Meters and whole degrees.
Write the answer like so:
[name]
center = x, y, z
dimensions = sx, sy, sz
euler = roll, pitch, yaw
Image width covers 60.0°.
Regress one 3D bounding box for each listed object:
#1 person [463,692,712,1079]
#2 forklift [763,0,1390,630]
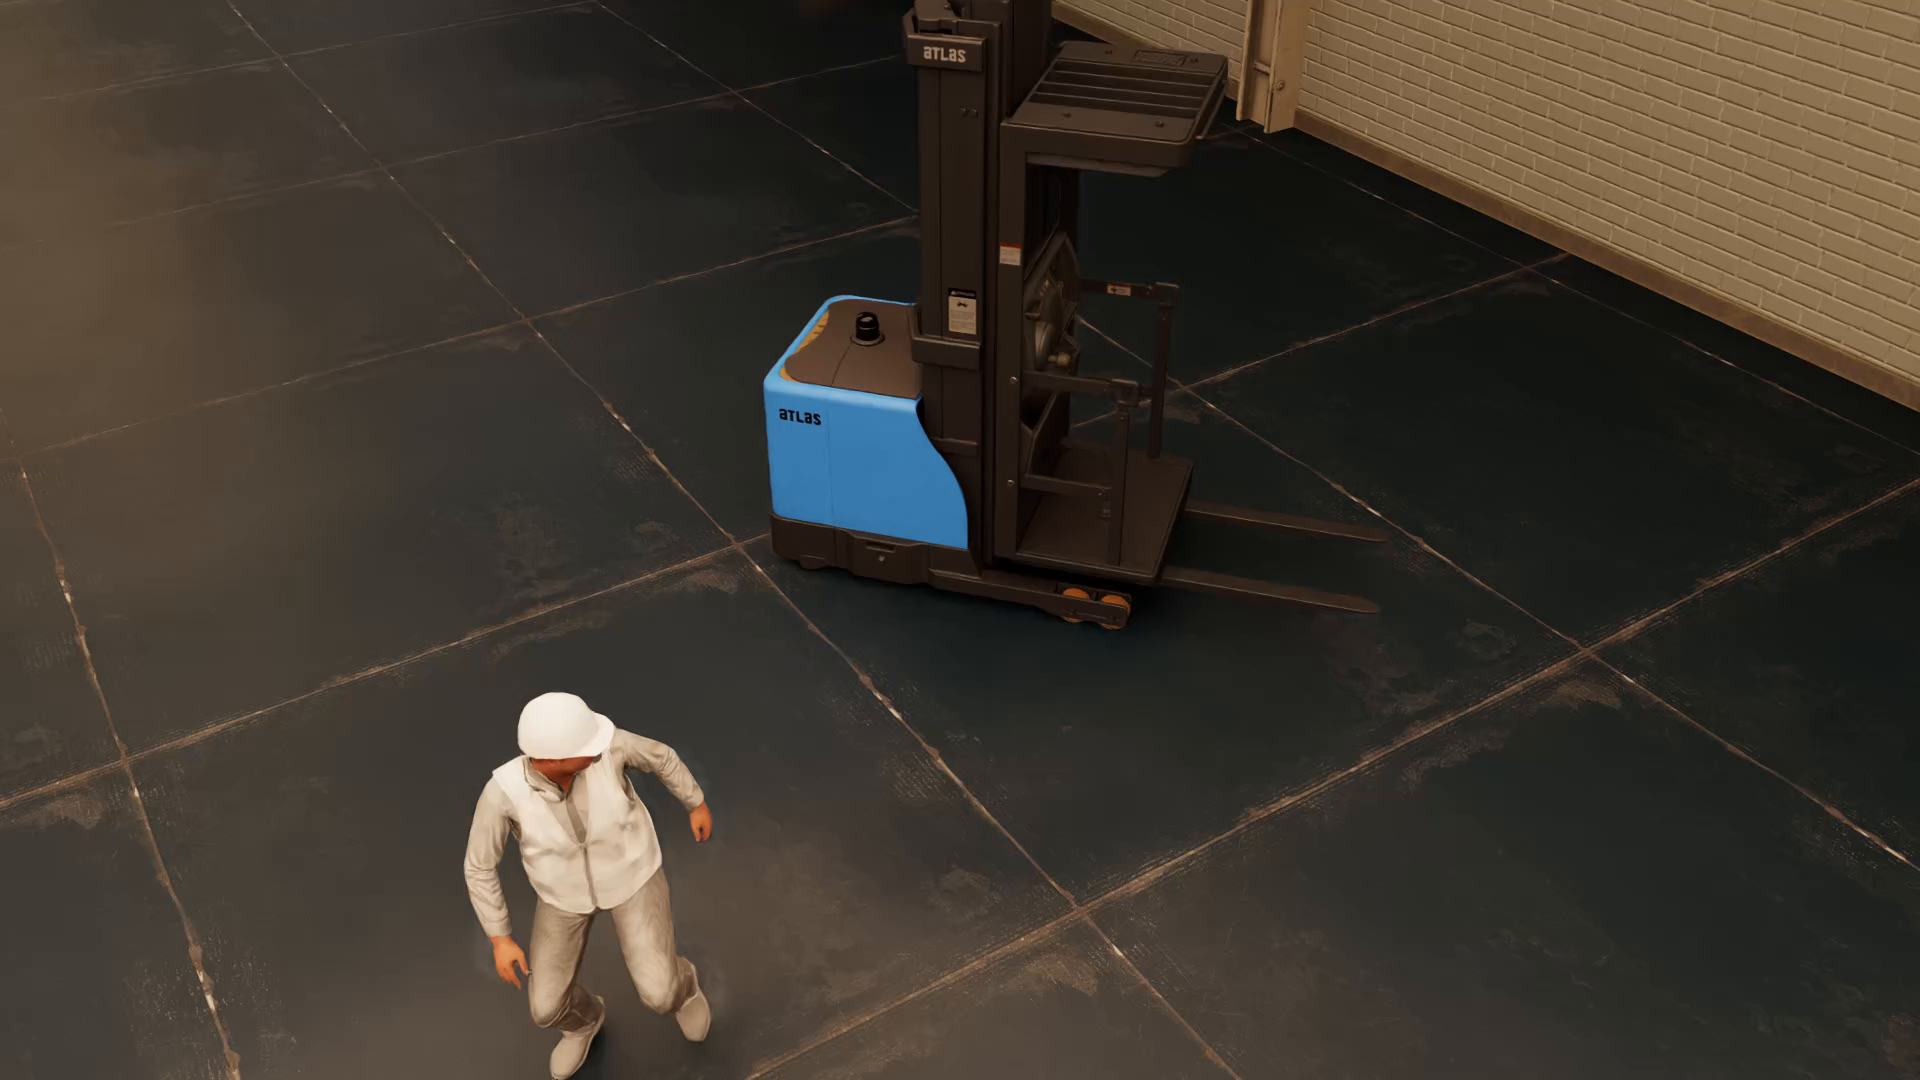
[person]
center = -1.222, 1.162, 5.601
dimensions = 0.792, 1.674, 0.608
euler = -5, 35, -8
[forklift]
center = 0.614, -1.106, 7.722
dimensions = 3.031, 2.935, 1.130
euler = 10, 36, 13
